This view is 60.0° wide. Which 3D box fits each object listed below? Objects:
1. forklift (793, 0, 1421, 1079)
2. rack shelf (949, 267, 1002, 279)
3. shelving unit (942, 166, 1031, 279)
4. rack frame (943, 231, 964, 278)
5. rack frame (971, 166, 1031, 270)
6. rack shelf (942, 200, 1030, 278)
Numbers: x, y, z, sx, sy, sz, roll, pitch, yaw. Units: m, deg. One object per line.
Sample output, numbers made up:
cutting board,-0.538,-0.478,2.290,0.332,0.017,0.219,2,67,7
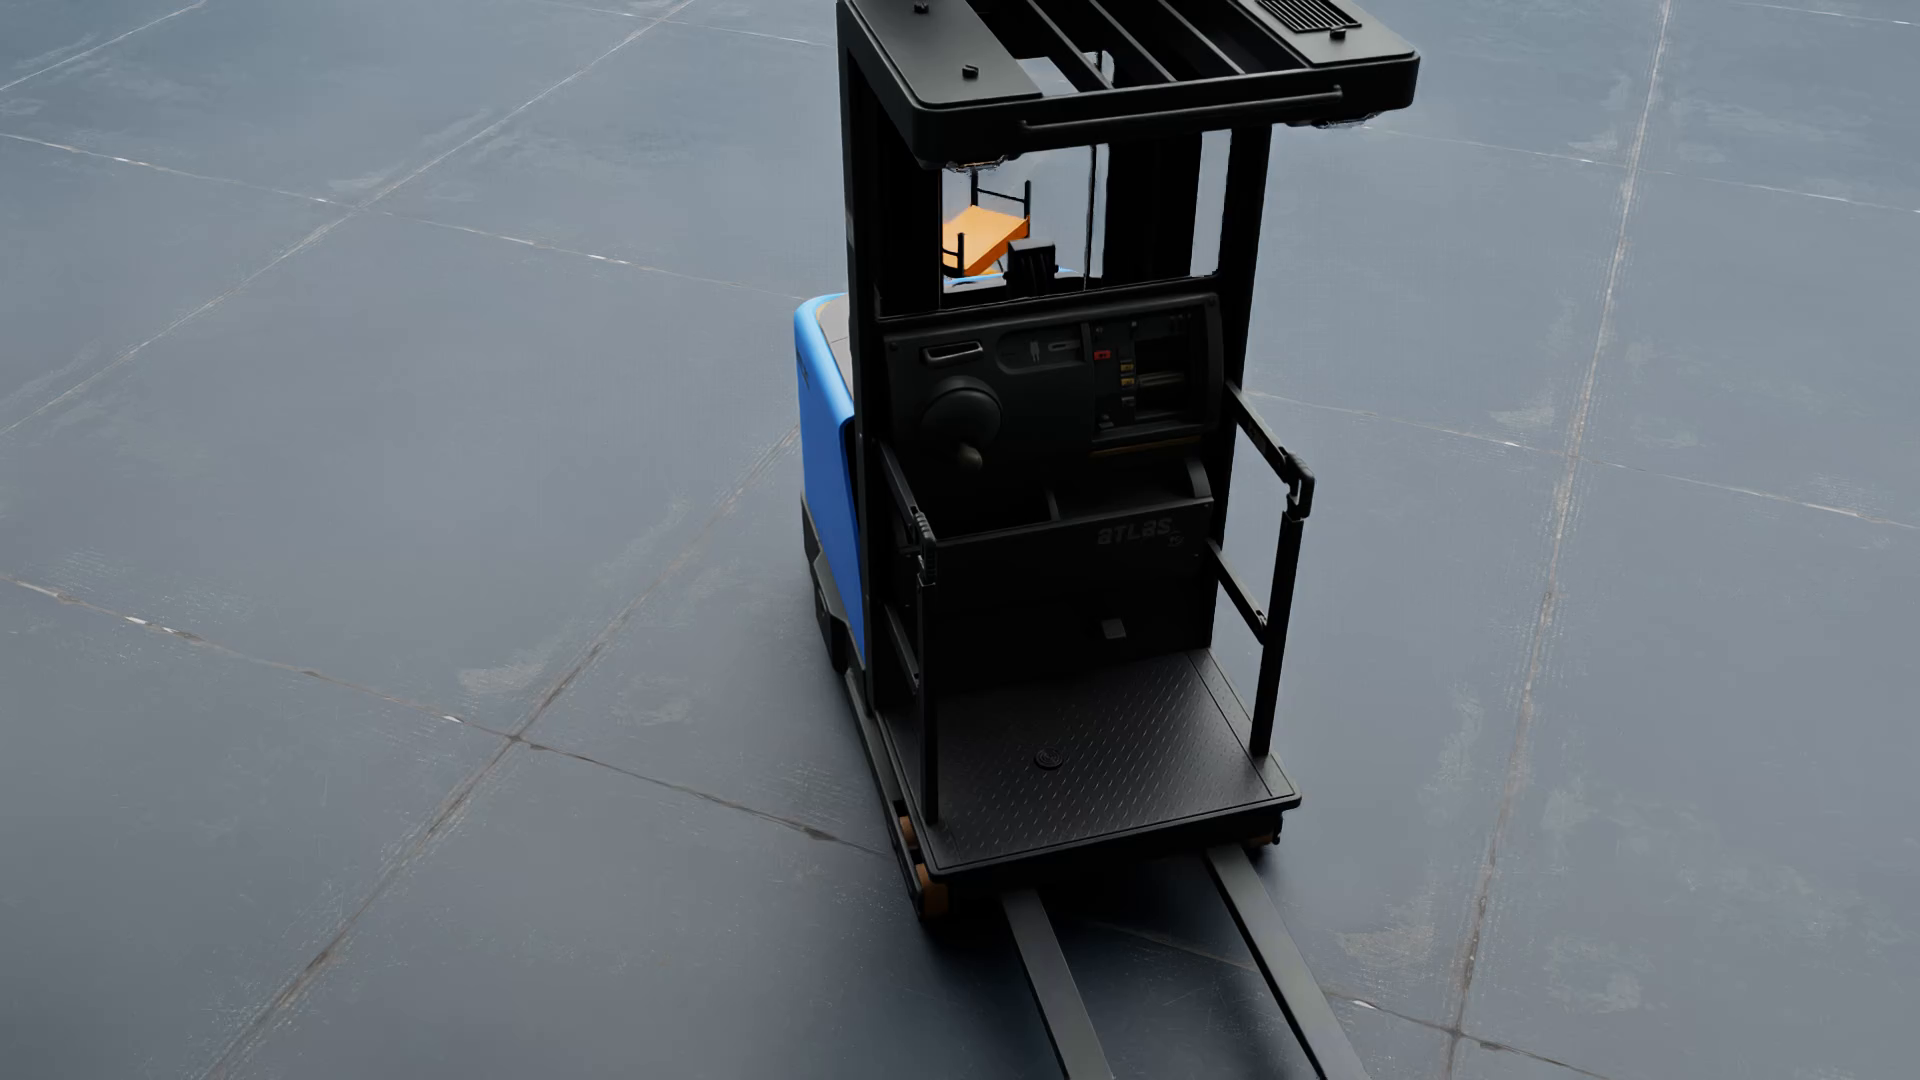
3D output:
forklift,0.320,-0.349,4.269,1.130,2.935,3.031,-10,38,-12
rack shelf,0.027,-0.847,6.120,0.258,0.148,0.480,19,41,23
shelving unit,0.027,-0.722,6.214,0.258,1.200,0.503,19,41,23
rack frame,-0.094,-0.595,6.044,0.240,1.200,0.015,19,41,23
rack frame,0.148,-0.849,6.383,0.240,1.200,0.015,19,41,23
rack shelf,0.027,-1.037,5.978,0.258,0.148,0.480,19,41,23
